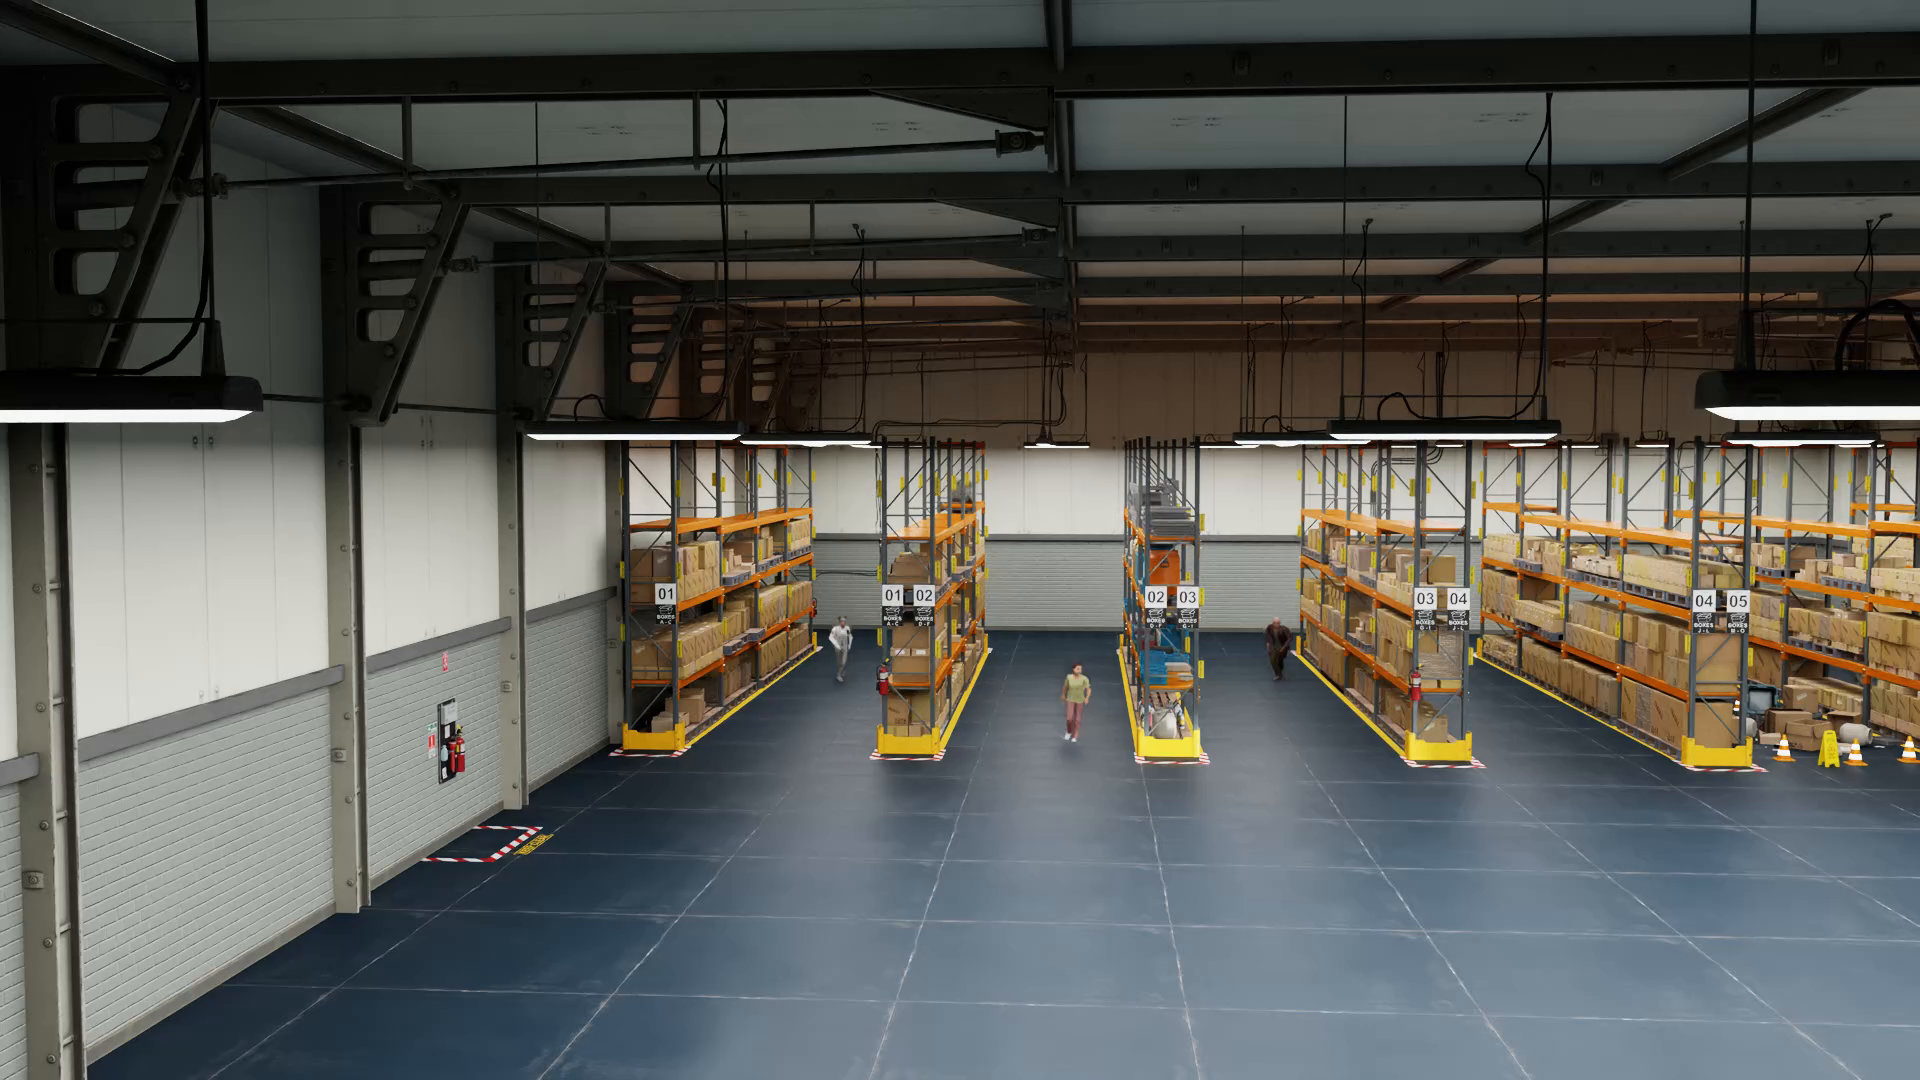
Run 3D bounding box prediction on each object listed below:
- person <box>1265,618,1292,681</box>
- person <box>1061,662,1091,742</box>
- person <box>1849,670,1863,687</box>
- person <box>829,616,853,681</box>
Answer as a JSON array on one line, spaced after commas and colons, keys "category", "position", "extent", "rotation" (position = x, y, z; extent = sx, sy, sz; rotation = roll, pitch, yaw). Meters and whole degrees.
[{"category": "person", "position": [8.021, 2.703, 41.673], "extent": [0.702, 1.603, 1.101], "rotation": [1, 3, 23]}, {"category": "person", "position": [2.267, 3.167, 32.416], "extent": [0.572, 1.609, 0.723], "rotation": [0, 3, 2]}, {"category": "person", "position": [21.237, 2.863, 39.420], "extent": [0.544, 1.478, 0.784], "rotation": [-1, 3, -12]}, {"category": "person", "position": [-2.981, 2.693, 41.595], "extent": [0.598, 1.643, 0.611], "rotation": [-1, 3, -11]}]
